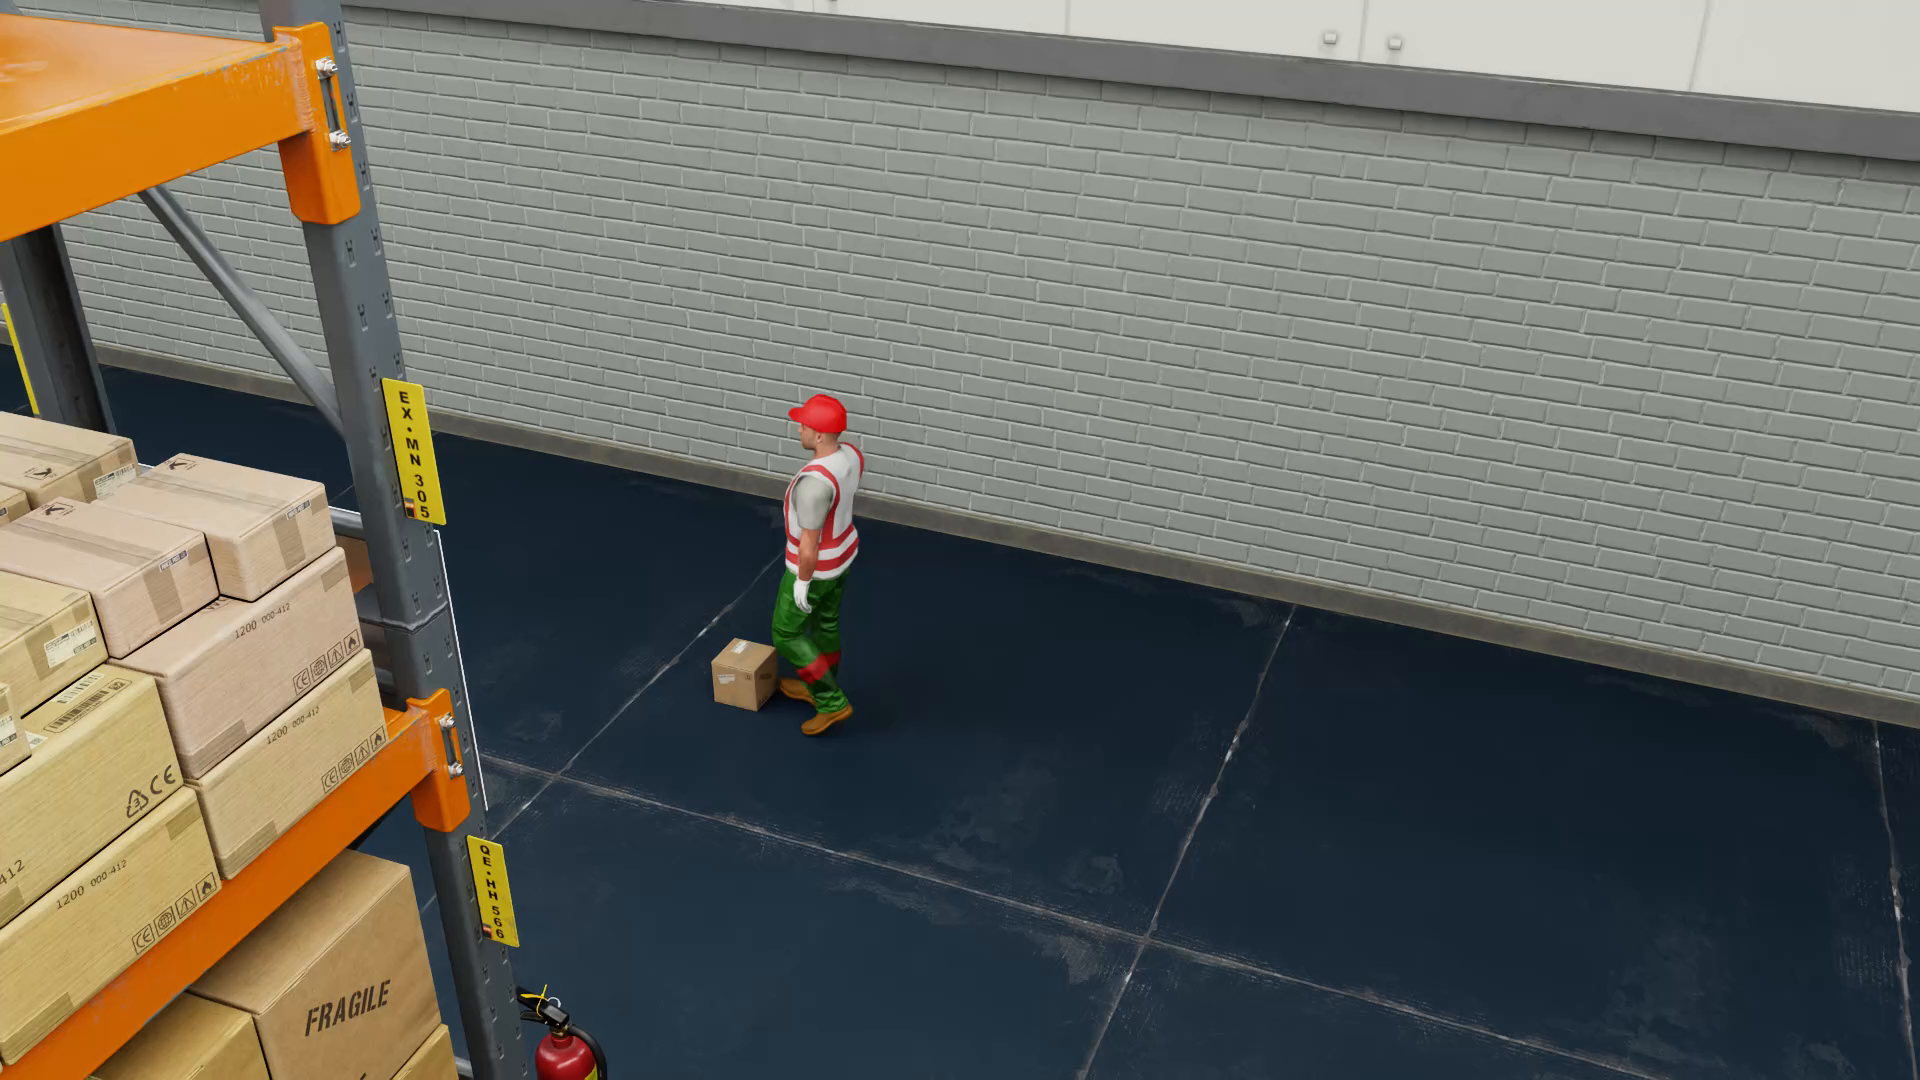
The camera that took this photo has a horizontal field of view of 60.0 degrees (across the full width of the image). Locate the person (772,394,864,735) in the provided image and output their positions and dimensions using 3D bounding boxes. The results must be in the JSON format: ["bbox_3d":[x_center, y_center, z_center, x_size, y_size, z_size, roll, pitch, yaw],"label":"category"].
[{"bbox_3d":[-0.737,0.104,8.175,0.532,1.800,0.544,12,31,20],"label":"person"}]
